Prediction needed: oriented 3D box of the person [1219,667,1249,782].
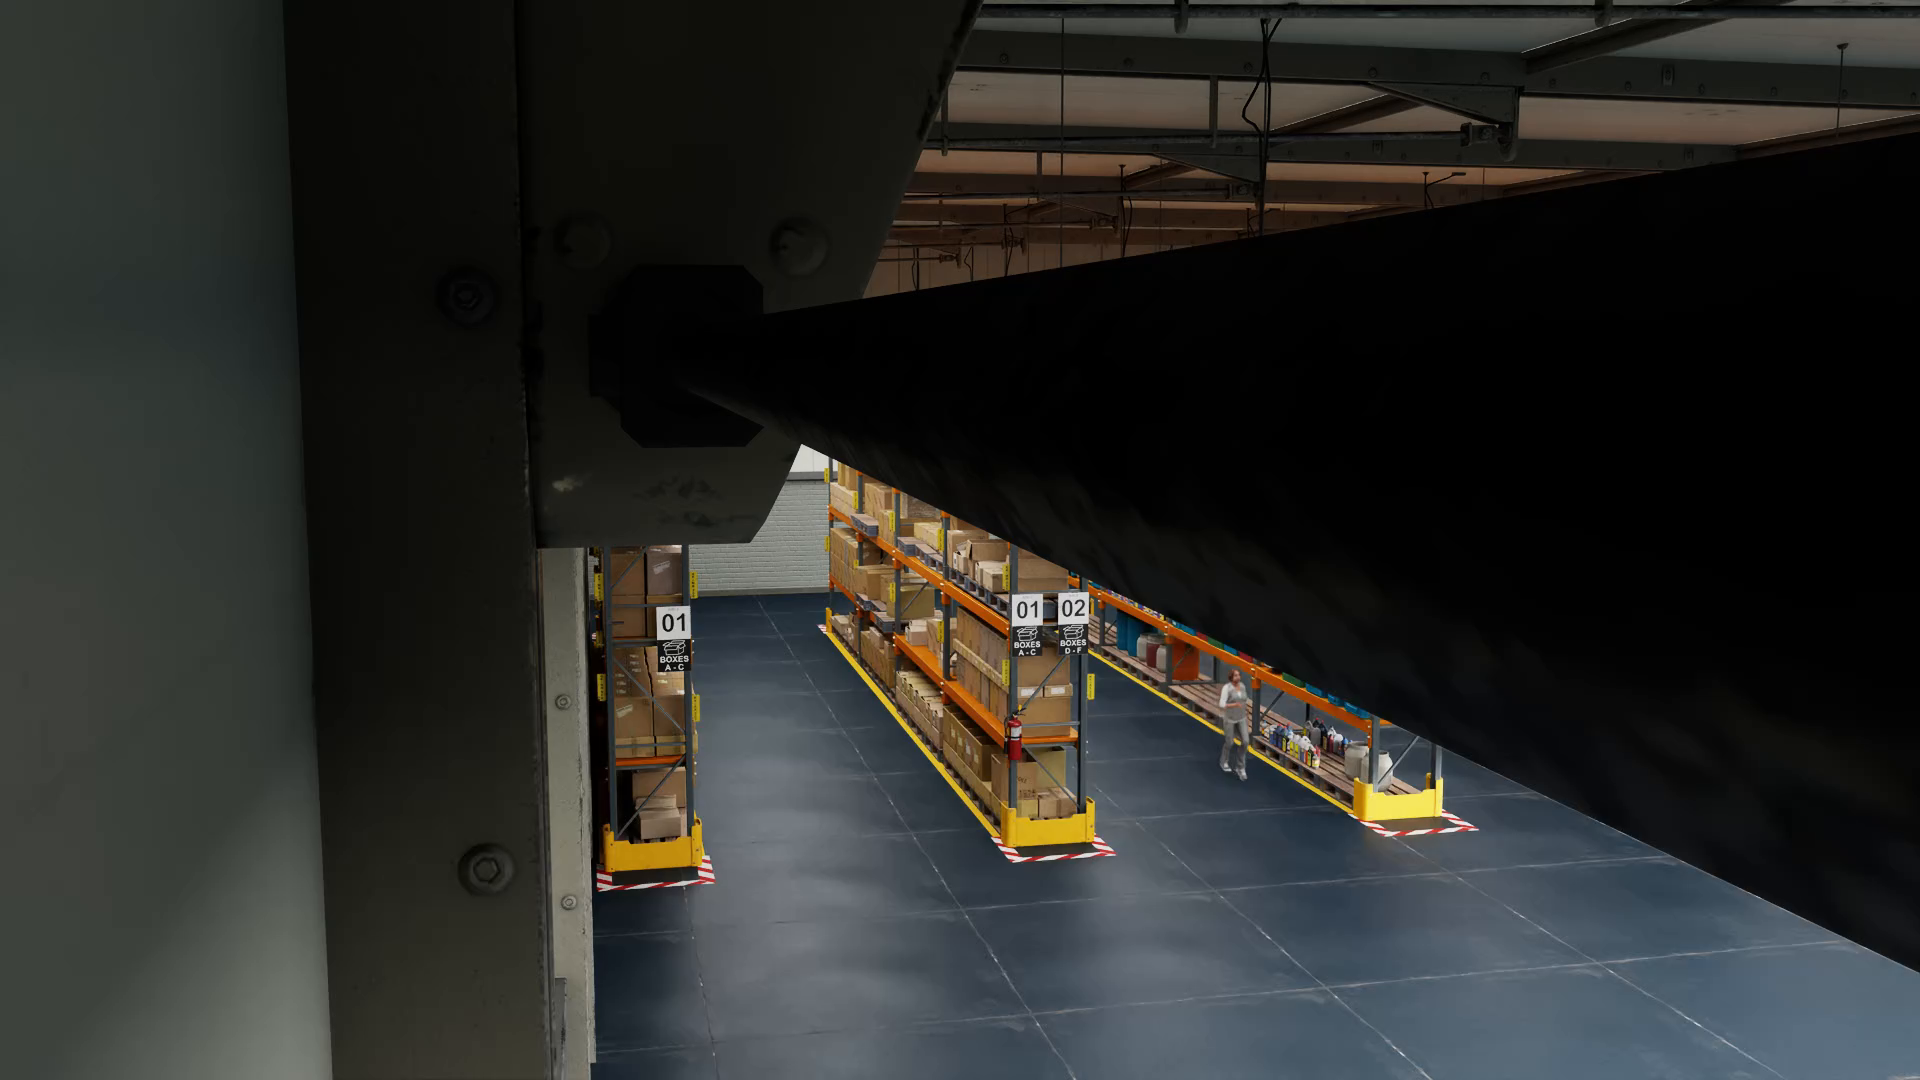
[{"bbox_3d":[4.000,2.663,24.208,0.516,1.635,0.678,-2,7,-15],"label":"person"}]
